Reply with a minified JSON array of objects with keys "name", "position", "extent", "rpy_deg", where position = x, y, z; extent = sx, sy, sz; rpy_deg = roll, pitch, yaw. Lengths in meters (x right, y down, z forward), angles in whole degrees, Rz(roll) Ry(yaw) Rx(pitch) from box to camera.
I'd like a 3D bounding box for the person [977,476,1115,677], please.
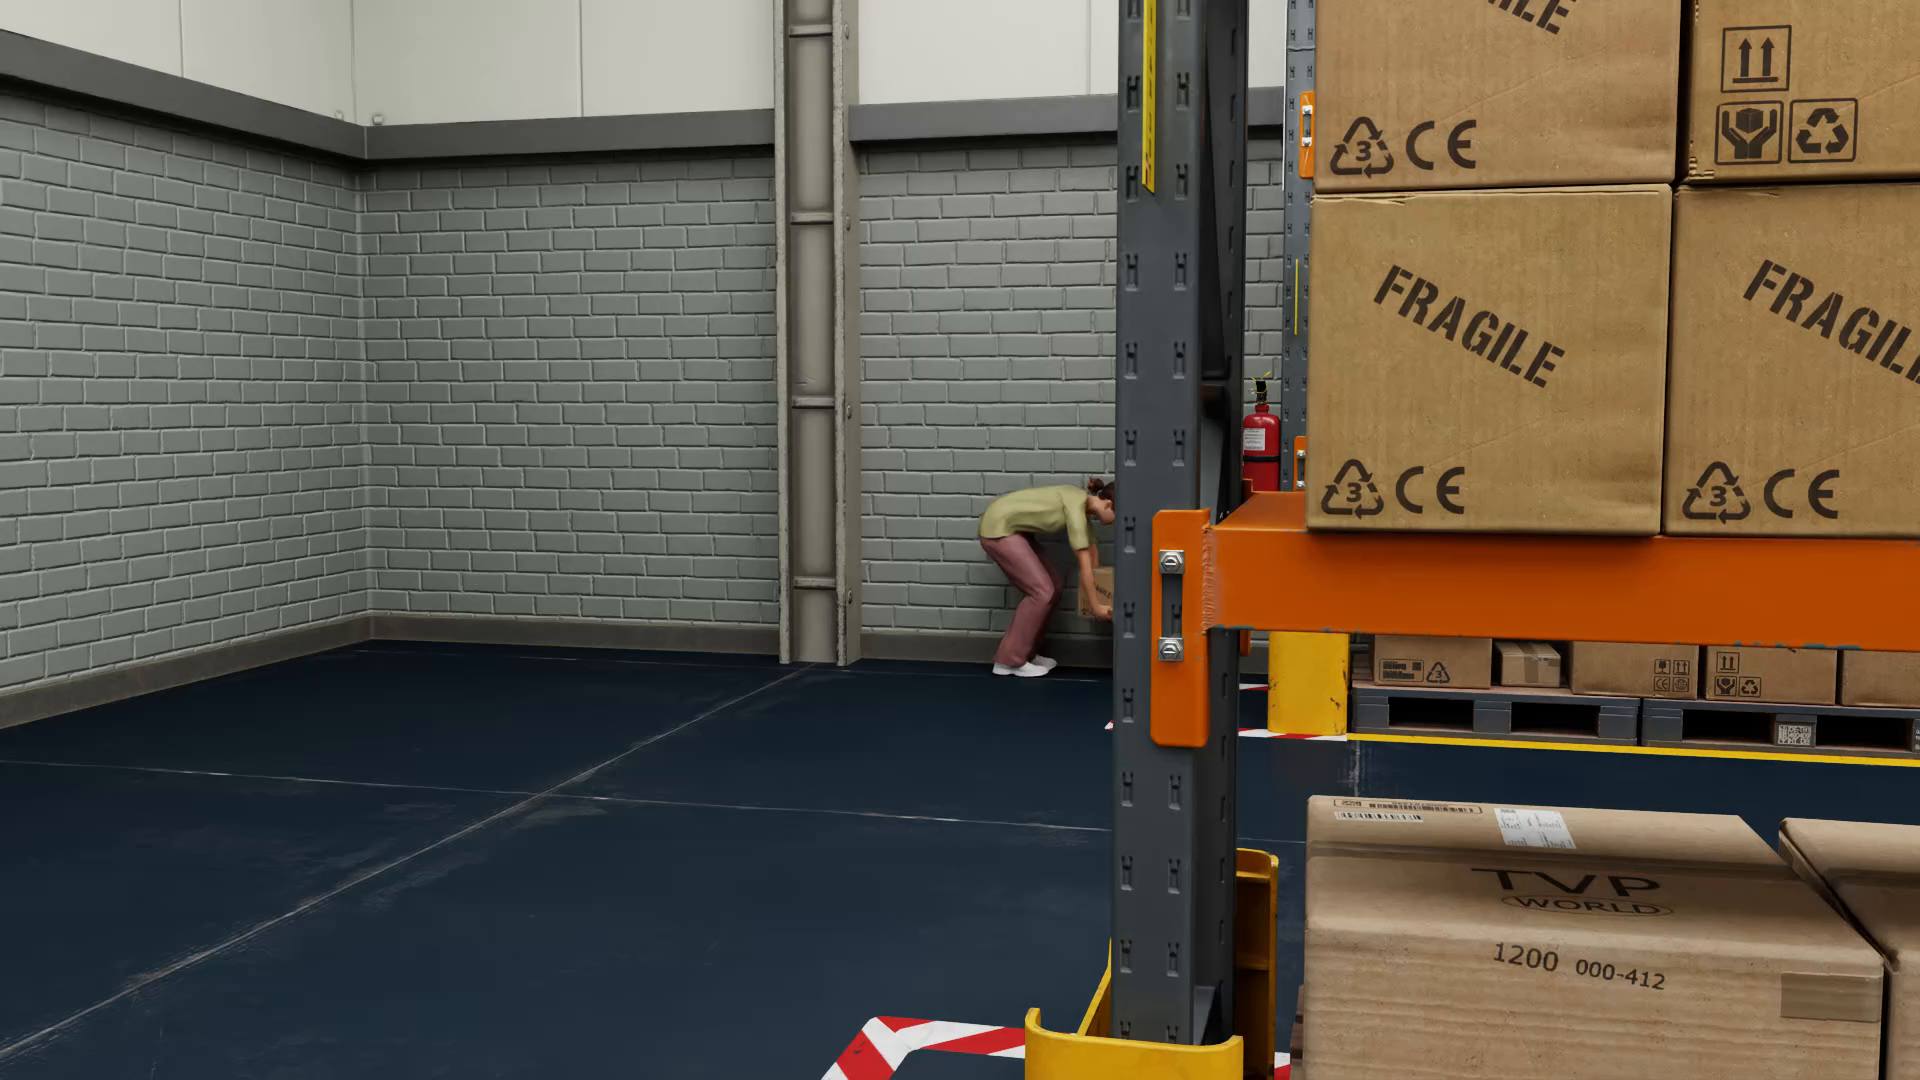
[{"name":"person","position":[0.529,0.188,8.995],"extent":[0.863,1.086,0.458],"rpy_deg":[1,5,11]}]
